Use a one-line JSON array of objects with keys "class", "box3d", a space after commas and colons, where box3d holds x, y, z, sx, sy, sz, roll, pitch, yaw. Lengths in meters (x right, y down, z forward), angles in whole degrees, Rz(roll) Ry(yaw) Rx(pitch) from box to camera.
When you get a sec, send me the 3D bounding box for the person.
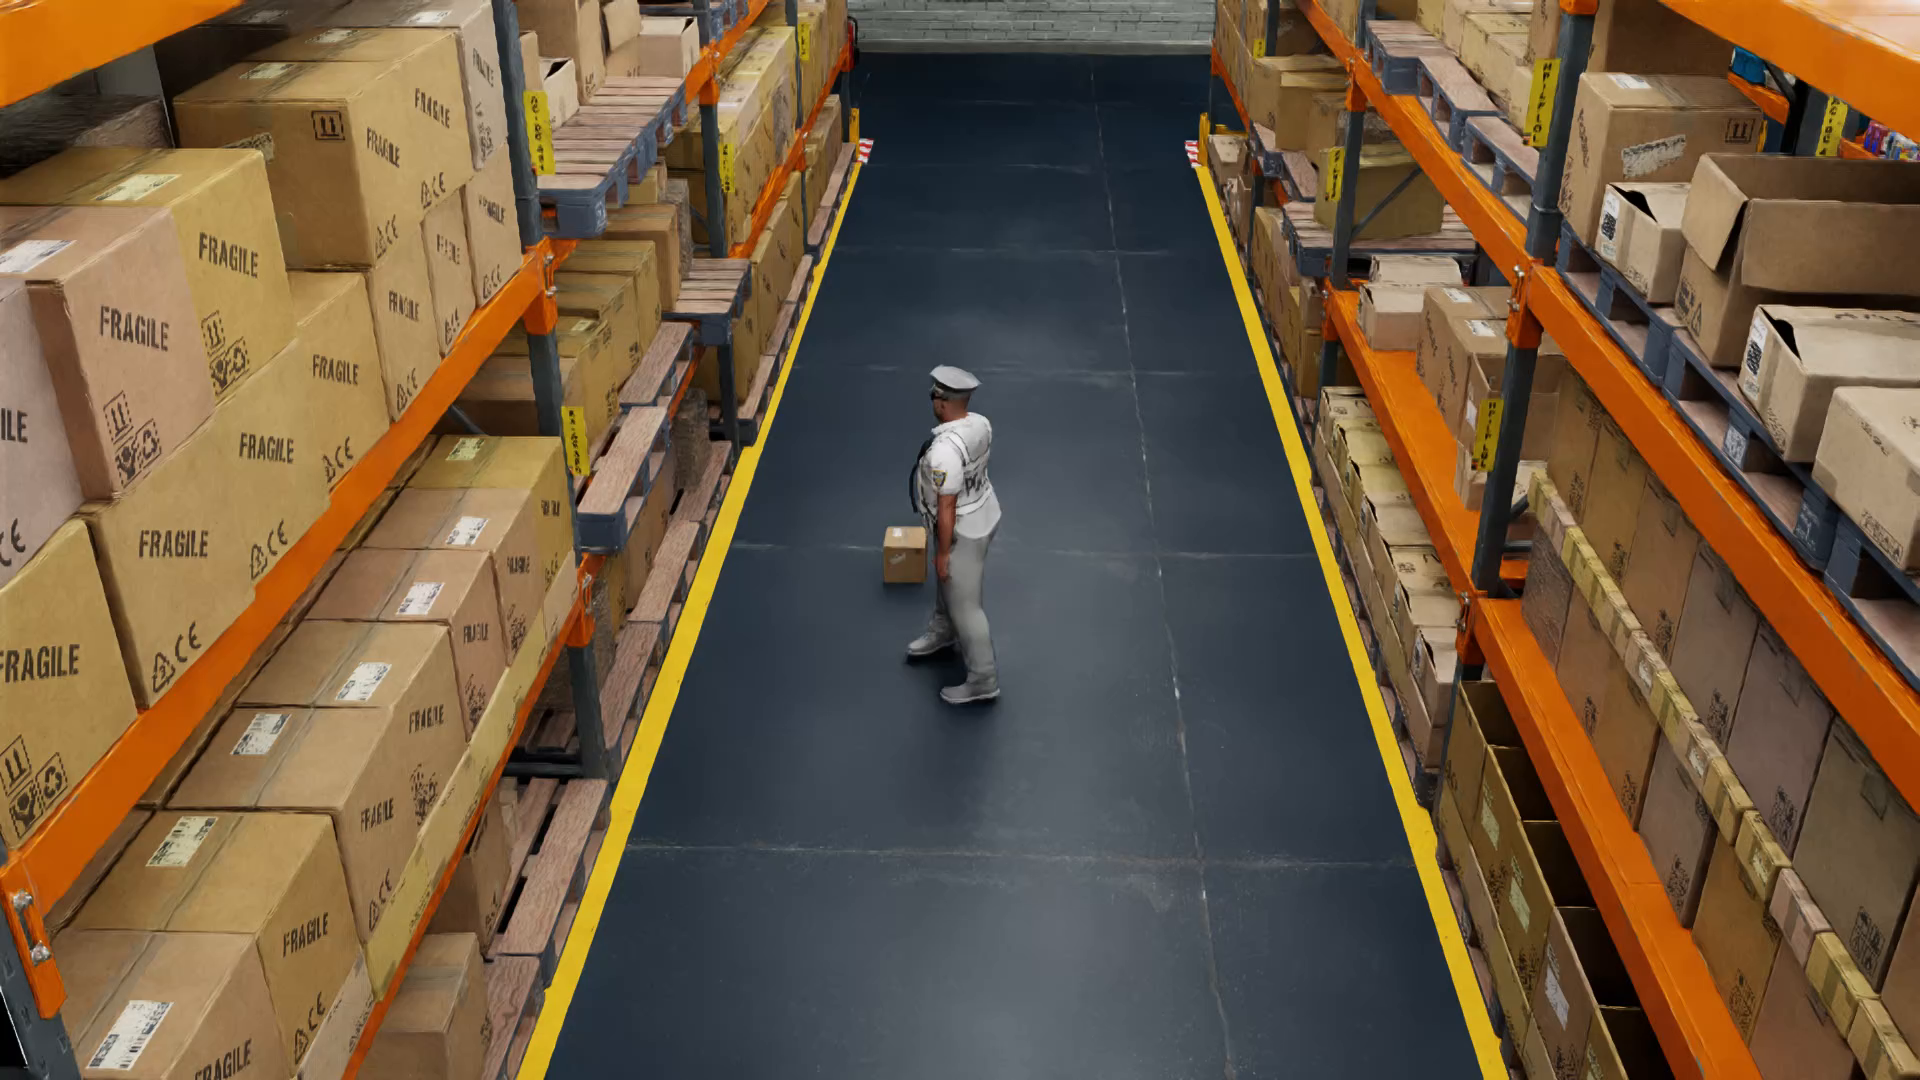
[{"class": "person", "box3d": [-0.018, -0.039, 8.715, 0.623, 1.745, 0.618, 8, 29, 16]}]
